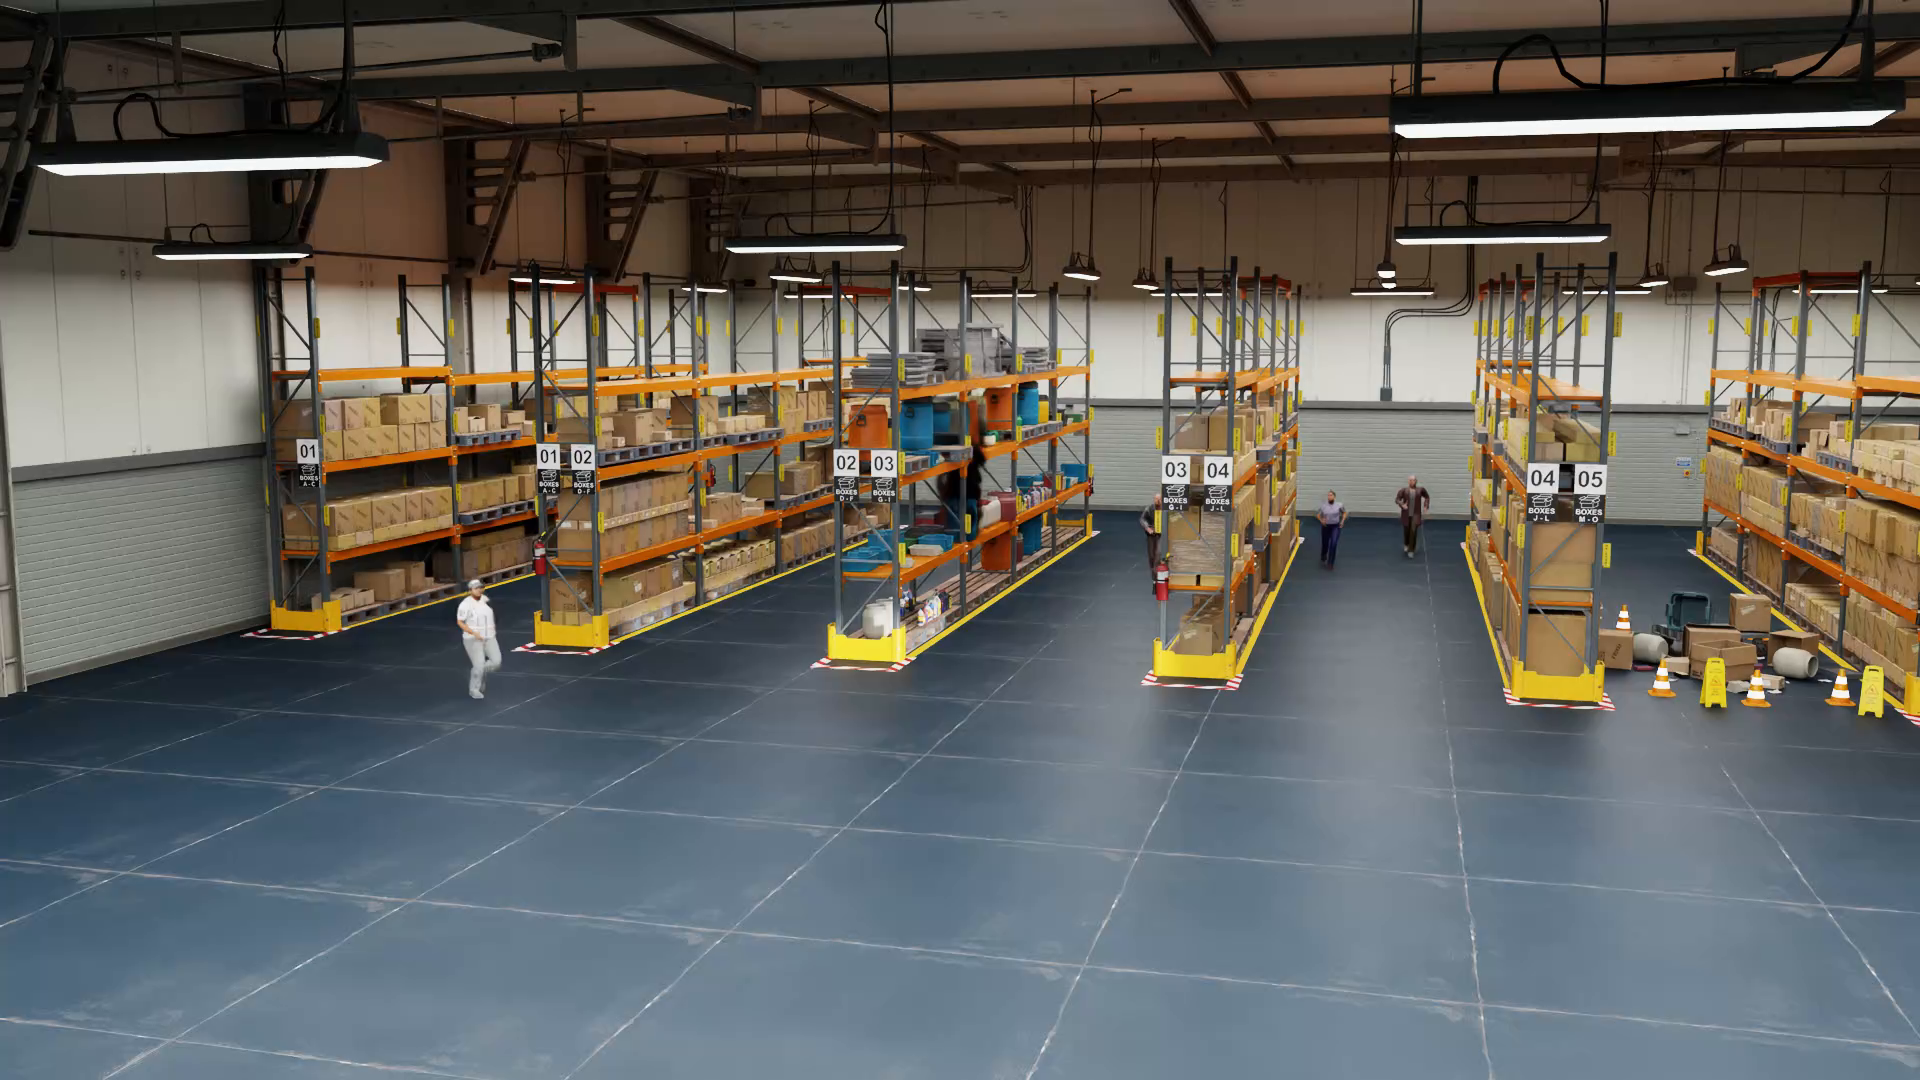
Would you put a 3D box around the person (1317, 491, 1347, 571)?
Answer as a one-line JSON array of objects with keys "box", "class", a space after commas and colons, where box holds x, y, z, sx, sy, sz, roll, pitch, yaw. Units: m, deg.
[{"box": [7.805, -0.215, 34.929, 0.615, 1.647, 0.828, 2, 8, 16], "class": "person"}]

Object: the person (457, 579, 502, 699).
[{"box": [-6.516, 1.342, 22.619, 0.503, 1.632, 0.602, 6, 9, 40], "class": "person"}]

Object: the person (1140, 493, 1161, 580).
[{"box": [3.776, -0.055, 31.841, 0.682, 1.703, 0.931, 1, 7, 6], "class": "person"}]

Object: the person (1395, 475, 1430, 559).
[{"box": [9.975, -0.536, 36.718, 0.732, 1.796, 0.938, 2, 8, 18], "class": "person"}]
